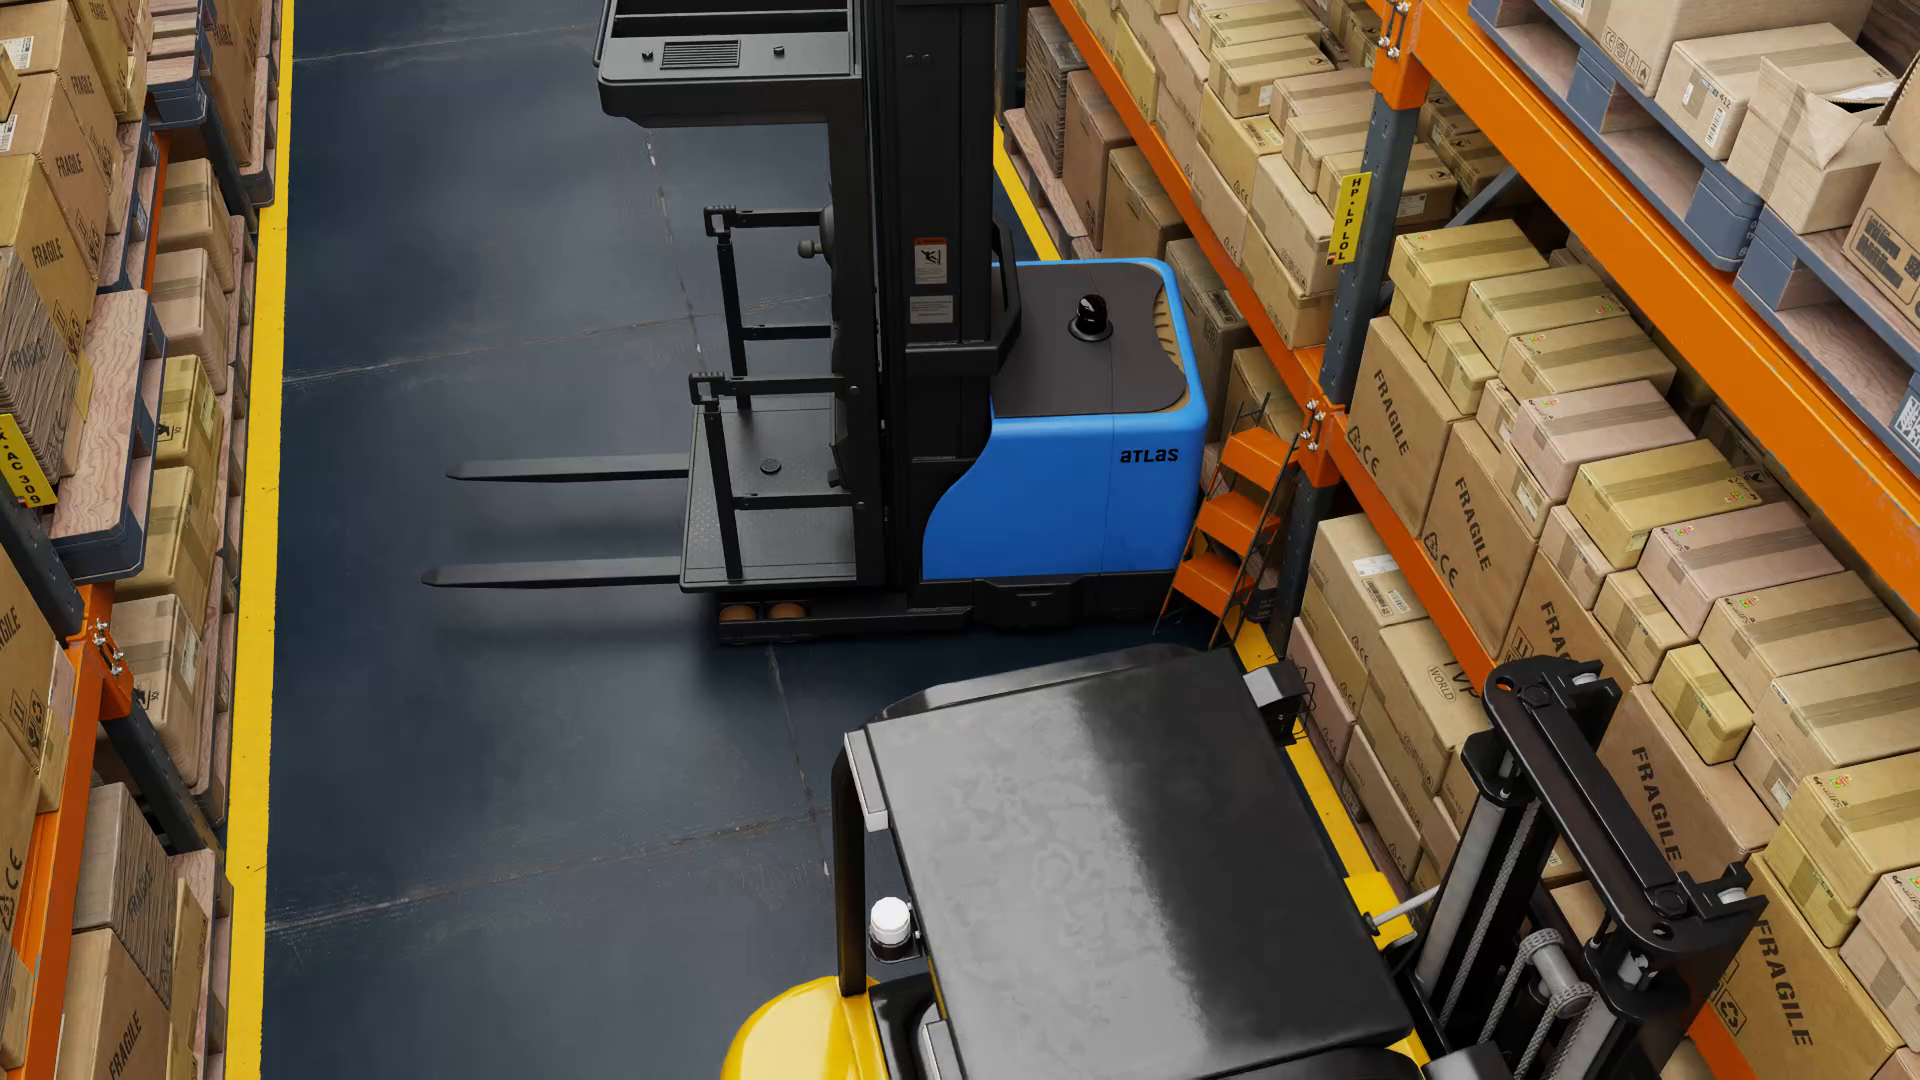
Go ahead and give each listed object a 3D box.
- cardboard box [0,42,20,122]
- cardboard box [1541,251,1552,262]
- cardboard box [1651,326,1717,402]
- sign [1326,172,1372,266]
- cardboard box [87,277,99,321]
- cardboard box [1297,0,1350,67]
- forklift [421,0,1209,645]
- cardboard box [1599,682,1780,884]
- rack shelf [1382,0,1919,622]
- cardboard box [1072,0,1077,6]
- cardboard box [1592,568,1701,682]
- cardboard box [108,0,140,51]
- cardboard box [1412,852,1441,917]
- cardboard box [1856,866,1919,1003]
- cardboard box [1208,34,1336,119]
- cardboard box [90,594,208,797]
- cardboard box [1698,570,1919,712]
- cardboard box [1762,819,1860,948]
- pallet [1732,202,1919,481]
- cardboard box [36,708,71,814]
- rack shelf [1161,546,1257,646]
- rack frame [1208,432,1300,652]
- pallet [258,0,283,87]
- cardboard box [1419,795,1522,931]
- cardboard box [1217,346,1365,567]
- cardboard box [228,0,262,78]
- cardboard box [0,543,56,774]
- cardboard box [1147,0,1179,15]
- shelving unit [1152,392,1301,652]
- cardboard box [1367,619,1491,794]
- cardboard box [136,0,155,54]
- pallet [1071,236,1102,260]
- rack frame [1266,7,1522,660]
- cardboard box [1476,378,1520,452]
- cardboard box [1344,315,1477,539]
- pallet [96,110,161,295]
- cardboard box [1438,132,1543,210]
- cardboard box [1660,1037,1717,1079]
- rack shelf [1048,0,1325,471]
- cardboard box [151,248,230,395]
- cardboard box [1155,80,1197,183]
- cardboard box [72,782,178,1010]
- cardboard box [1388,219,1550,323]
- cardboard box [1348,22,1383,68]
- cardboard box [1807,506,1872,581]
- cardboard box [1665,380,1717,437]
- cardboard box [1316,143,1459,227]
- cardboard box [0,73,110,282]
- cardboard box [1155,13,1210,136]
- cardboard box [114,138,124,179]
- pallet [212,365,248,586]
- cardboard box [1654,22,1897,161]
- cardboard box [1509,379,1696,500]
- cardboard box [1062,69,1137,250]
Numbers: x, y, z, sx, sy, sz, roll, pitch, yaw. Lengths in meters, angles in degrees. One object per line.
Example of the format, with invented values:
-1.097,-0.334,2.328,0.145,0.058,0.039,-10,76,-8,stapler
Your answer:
-3.235,-1.436,5.282,0.380,0.149,0.250,-8,46,-8,cardboard box
1.855,-1.054,6.038,0.500,0.250,0.500,-10,46,-10,cardboard box
2.197,-0.553,4.710,0.380,0.149,0.250,-11,47,-11,cardboard box
1.197,-0.984,5.110,0.100,0.325,0.005,-11,47,-10,sign
-3.142,-0.842,5.608,0.380,0.149,0.250,-10,46,-10,cardboard box
1.597,-1.938,6.554,0.500,0.250,0.500,-12,47,-11,cardboard box
-0.624,-1.001,5.930,3.031,2.935,1.130,-2,46,-2,forklift
1.968,0.663,4.180,0.500,0.500,0.500,-10,46,-10,cardboard box
2.231,-0.130,3.431,1.077,0.370,4.000,-11,47,-10,rack shelf
0.696,-2.723,7.674,0.500,0.250,0.500,-12,47,-11,cardboard box
1.846,0.182,4.198,0.380,0.149,0.250,-12,47,-12,cardboard box
-3.575,-2.232,6.516,0.500,0.500,0.500,-11,47,-11,cardboard box
1.814,1.197,5.359,0.500,0.250,0.500,-10,46,-10,cardboard box
2.095,0.789,3.395,0.380,0.149,0.250,-10,46,-9,cardboard box
1.126,-1.681,6.024,0.380,0.149,0.250,-12,47,-12,cardboard box
-3.215,0.608,5.850,0.950,0.372,0.625,-10,46,-10,cardboard box
2.001,0.239,3.934,0.380,0.149,0.250,-11,47,-10,cardboard box
2.031,0.718,3.673,0.380,0.149,0.250,-10,46,-10,cardboard box
2.271,-0.307,3.163,1.003,0.211,1.213,-11,47,-10,pallet
-2.631,0.622,4.466,0.380,0.149,0.250,-10,46,-9,cardboard box
0.967,0.215,6.421,0.240,0.259,0.215,35,35,29,rack shelf
1.126,0.036,6.219,0.008,1.050,0.200,35,35,29,rack frame
-4.541,-2.987,9.780,1.003,0.211,1.213,-11,47,-10,pallet
1.792,1.015,5.187,0.500,0.250,0.500,-11,47,-11,cardboard box
1.574,-0.387,6.648,0.875,0.625,0.625,-9,46,-9,cardboard box
-4.424,-3.076,9.109,0.875,0.875,0.875,-10,46,-10,cardboard box
-2.725,0.320,4.309,0.500,0.500,0.500,-12,47,-11,cardboard box
0.918,-2.216,6.548,0.380,0.149,0.250,-12,47,-11,cardboard box
1.039,-0.025,6.278,0.252,1.050,0.215,35,35,29,shelving unit
1.660,0.499,5.343,0.500,0.250,0.500,-11,47,-10,cardboard box
-3.545,-2.102,6.843,0.380,0.149,0.250,-11,47,-11,cardboard box
1.176,-1.082,7.913,1.003,0.211,1.213,-11,47,-10,pallet
1.719,-0.713,5.599,1.000,3.000,0.127,-11,47,-10,rack frame
1.707,-0.353,4.723,0.380,0.149,0.250,-11,47,-10,cardboard box
1.580,-0.394,5.216,0.500,0.500,0.500,-12,47,-11,cardboard box
-3.556,-1.138,6.150,1.003,0.211,1.213,-11,47,-10,pallet
1.836,-1.257,5.608,0.380,0.149,0.250,-12,47,-11,cardboard box
2.048,1.555,4.307,0.500,0.250,0.500,-10,46,-10,cardboard box
1.207,-1.842,7.209,1.077,0.370,4.000,-11,47,-10,rack shelf
-3.771,-0.892,7.320,0.950,0.372,0.625,-12,47,-11,cardboard box
1.105,-1.655,6.627,0.500,0.250,0.500,-10,47,-10,cardboard box
-2.668,1.110,4.919,0.500,0.500,0.500,-11,47,-11,cardboard box
1.513,-0.805,4.957,0.380,0.149,0.250,-10,46,-10,cardboard box
1.669,-1.797,6.137,0.380,0.149,0.250,-11,47,-11,cardboard box
2.389,-0.024,4.191,0.380,0.149,0.250,-11,47,-11,cardboard box
2.206,-0.449,4.816,0.380,0.149,0.250,-10,46,-9,cardboard box
1.416,-1.170,5.523,0.380,0.149,0.250,-9,46,-9,cardboard box
-3.164,-1.154,5.460,0.500,0.500,0.500,-11,47,-11,cardboard box
1.082,-1.835,6.454,0.500,0.250,0.500,-10,46,-10,cardboard box
-3.318,-1.385,6.139,0.380,0.149,0.250,-12,47,-12,cardboard box
-3.595,-0.208,7.057,1.003,0.211,1.213,-11,47,-10,pallet
1.737,-0.961,3.554,0.380,0.149,0.250,-9,46,-9,cardboard box
1.708,-0.270,4.432,0.380,0.149,0.250,-10,46,-9,cardboard box
1.016,-1.907,8.138,0.875,0.625,0.625,-9,46,-9,cardboard box
